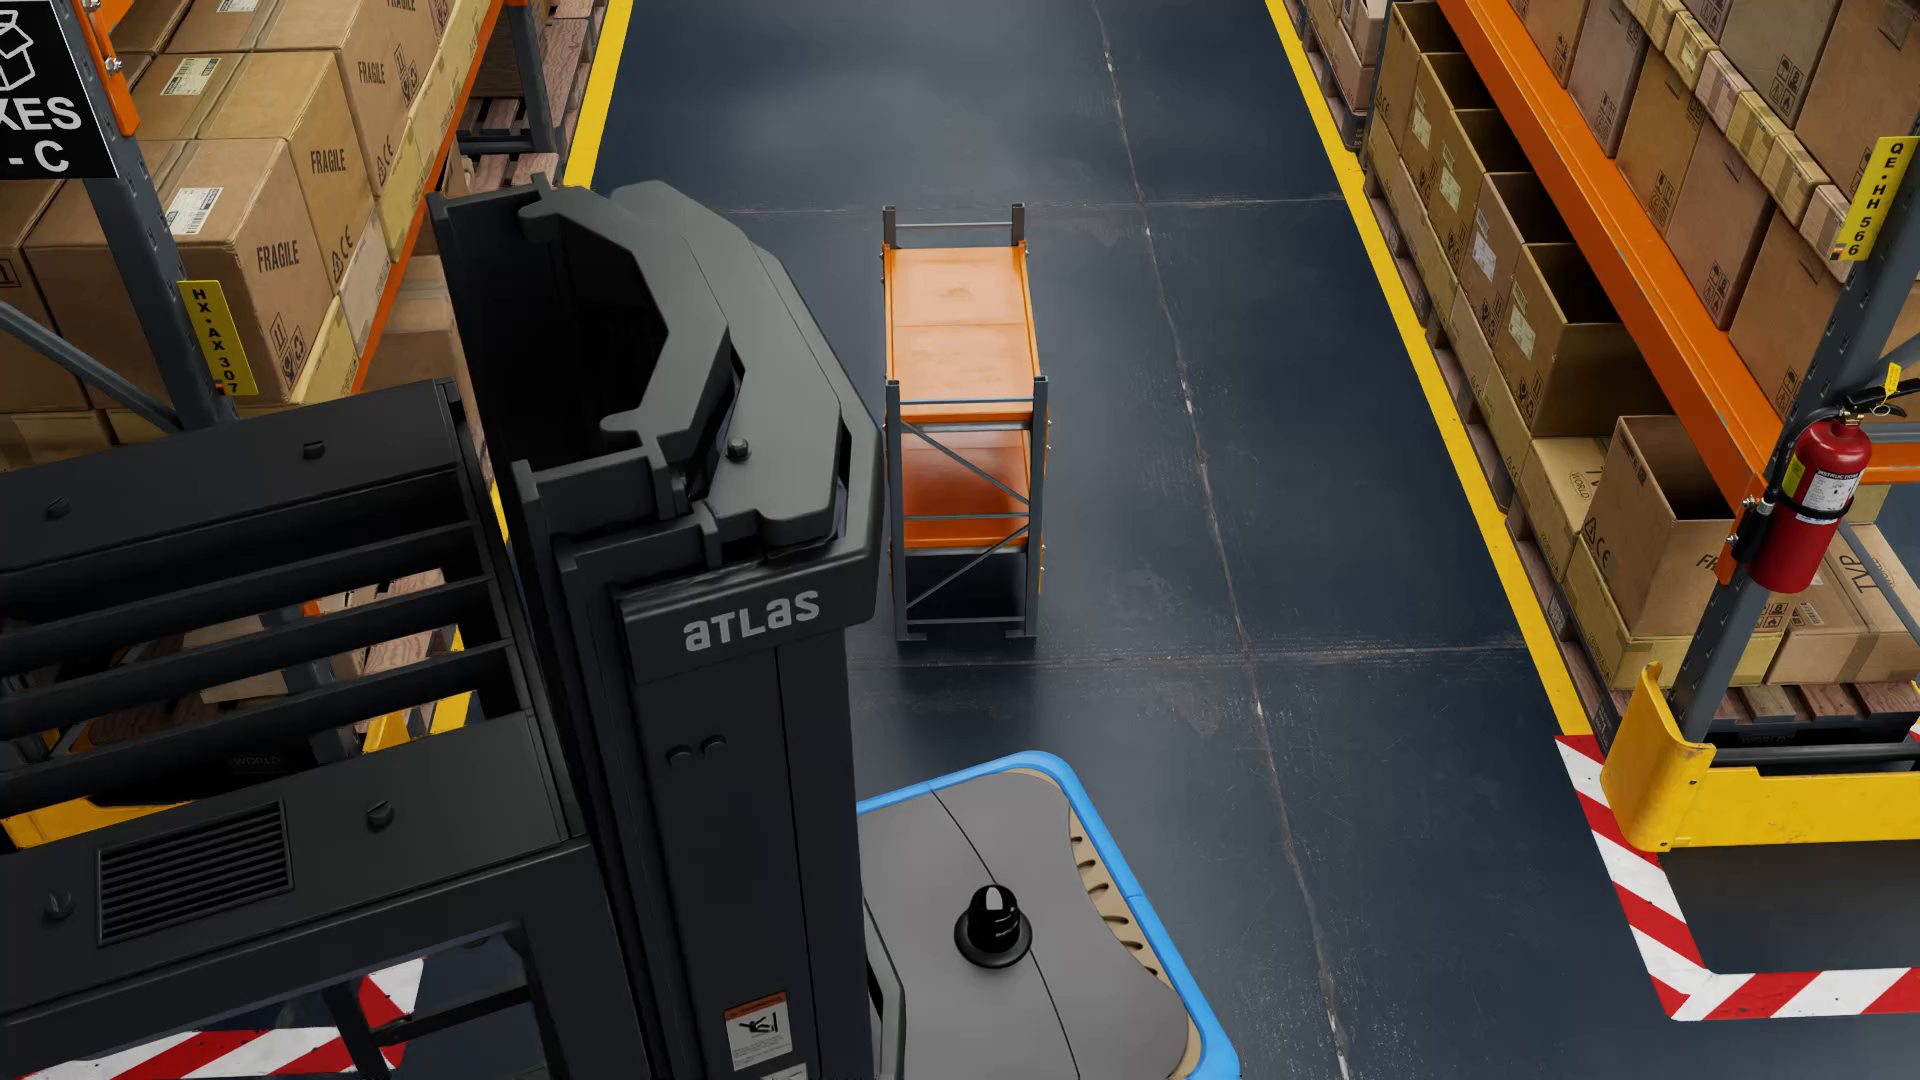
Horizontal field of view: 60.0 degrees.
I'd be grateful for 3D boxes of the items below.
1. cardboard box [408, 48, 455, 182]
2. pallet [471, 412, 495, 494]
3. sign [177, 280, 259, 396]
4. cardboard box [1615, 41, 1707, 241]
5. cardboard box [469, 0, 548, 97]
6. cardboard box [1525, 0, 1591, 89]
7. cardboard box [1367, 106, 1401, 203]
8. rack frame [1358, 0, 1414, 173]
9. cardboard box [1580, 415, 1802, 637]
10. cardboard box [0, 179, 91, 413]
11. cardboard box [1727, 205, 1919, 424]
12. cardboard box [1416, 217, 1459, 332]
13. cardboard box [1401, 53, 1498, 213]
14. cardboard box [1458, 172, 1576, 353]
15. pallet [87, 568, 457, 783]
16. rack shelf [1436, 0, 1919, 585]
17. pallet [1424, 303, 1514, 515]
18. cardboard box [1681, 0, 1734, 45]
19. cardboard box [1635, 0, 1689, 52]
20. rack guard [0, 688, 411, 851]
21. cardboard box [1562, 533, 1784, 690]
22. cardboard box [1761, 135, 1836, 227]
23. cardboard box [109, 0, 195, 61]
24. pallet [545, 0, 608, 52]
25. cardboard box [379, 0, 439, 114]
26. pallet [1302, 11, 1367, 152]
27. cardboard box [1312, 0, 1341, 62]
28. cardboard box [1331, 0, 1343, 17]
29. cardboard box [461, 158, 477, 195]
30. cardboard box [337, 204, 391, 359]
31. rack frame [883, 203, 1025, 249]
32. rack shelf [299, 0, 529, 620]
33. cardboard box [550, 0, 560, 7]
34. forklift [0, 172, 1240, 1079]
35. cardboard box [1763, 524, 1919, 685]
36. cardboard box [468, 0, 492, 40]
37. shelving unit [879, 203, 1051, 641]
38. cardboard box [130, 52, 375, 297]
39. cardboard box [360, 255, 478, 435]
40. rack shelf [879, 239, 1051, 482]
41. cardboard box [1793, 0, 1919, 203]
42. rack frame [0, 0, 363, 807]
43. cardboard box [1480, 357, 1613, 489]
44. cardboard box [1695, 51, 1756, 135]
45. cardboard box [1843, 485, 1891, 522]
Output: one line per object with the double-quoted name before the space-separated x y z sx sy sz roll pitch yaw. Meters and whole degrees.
"cardboard box" -2.060 -1.462 5.721 0.500 0.250 0.500 -1 43 -1
"pallet" -2.336 -0.530 6.672 1.003 0.211 1.213 -2 43 -2
"sign" -1.743 -0.470 3.902 0.100 0.325 0.005 -2 43 -2
"cardboard box" 2.615 -1.322 5.399 0.700 0.500 0.500 -1 43 -2
"cardboard box" -2.503 -2.573 8.361 0.700 0.500 0.500 0 43 0
"cardboard box" 2.566 -2.023 6.163 0.700 0.500 0.500 -1 43 -1
"cardboard box" 2.211 -1.800 7.718 0.500 0.250 0.500 -2 43 -2
"rack frame" 2.494 -2.980 7.282 1.000 3.000 0.127 -2 43 -2
"cardboard box" 2.344 -0.051 5.255 0.500 0.500 0.500 -2 43 -2
"cardboard box" -2.517 -0.676 4.309 0.500 0.500 0.500 -2 43 -2
"cardboard box" 2.657 -0.632 4.646 0.700 0.500 0.500 -2 43 -2
"cardboard box" 2.243 -1.124 6.981 0.500 0.250 0.500 -2 43 -2
"cardboard box" 2.230 -1.739 7.096 0.500 0.500 0.500 -2 43 -2
"cardboard box" 2.267 -1.063 6.359 0.500 0.500 0.500 -2 43 -2
"pallet" -2.287 0.292 5.775 1.003 0.211 1.213 -2 43 -2
"rack shelf" 2.579 -1.365 6.052 1.077 0.370 4.000 -2 43 -2
"pallet" 2.541 -0.589 6.736 1.003 0.211 1.213 -2 43 -2
"cardboard box" 2.605 -1.842 5.005 0.700 0.500 0.500 -1 43 -2
"cardboard box" 2.401 -1.683 5.312 0.380 0.149 0.250 -1 43 -1
"rack guard" -2.288 0.735 5.078 1.175 0.500 0.348 -2 43 -2
"cardboard box" 2.346 0.225 5.509 0.500 0.250 0.500 -2 43 -2
"cardboard box" 2.445 -0.985 4.551 0.380 0.149 0.250 -1 43 -1
"cardboard box" -2.555 -1.365 5.061 0.500 0.500 0.500 -3 43 -3
"pallet" -2.544 -3.159 9.540 1.003 0.211 1.213 -2 43 -2
"cardboard box" -2.065 -1.726 5.454 0.500 0.500 0.500 0 43 0
"pallet" 2.424 -2.449 8.765 1.003 0.211 1.213 -2 43 -2
"cardboard box" 2.167 -2.735 8.738 0.500 0.250 0.500 -2 43 -2
"cardboard box" 2.162 -2.945 8.552 0.500 0.311 0.500 -1 43 -1
"cardboard box" -2.402 -1.593 7.539 0.380 0.166 0.250 -7 43 -7
"cardboard box" -2.025 -0.776 4.973 0.500 0.250 0.500 -3 43 -3
"rack frame" -0.022 -0.762 6.249 0.500 1.125 0.032 -2 43 -2
"rack shelf" -2.370 -1.220 5.894 1.077 0.370 4.000 -2 43 -2
"cardboard box" -2.556 -3.266 9.117 0.700 0.500 0.500 -1 43 -1
"forklift" -0.963 0.885 3.115 3.031 2.935 1.130 -15 45 -16
"cardboard box" 2.864 0.210 5.525 0.500 0.250 0.500 -2 43 -2
"cardboard box" -2.119 -2.140 6.461 0.500 0.250 0.500 -1 43 -2
"shelving unit" 0.000 -0.419 5.875 0.538 1.125 1.048 -2 43 -2
"cardboard box" -2.016 -1.029 4.694 0.500 0.500 0.500 -2 43 -2
"cardboard box" -2.230 -0.727 6.348 0.700 0.500 0.500 -4 43 -4
"rack shelf" 0.000 -0.635 5.677 0.538 0.278 1.000 -2 43 -2
"cardboard box" 2.655 -1.146 4.247 0.700 0.500 0.500 -1 43 -2
"rack frame" -2.285 -0.135 4.178 1.000 3.000 0.127 -2 43 -2
"cardboard box" 2.290 -0.450 6.245 0.500 0.250 0.500 -2 43 -2
"cardboard box" 2.426 -1.328 4.925 0.380 0.149 0.250 -1 43 -1
"cardboard box" 2.840 -0.404 5.640 0.500 0.500 0.500 -2 43 -2
